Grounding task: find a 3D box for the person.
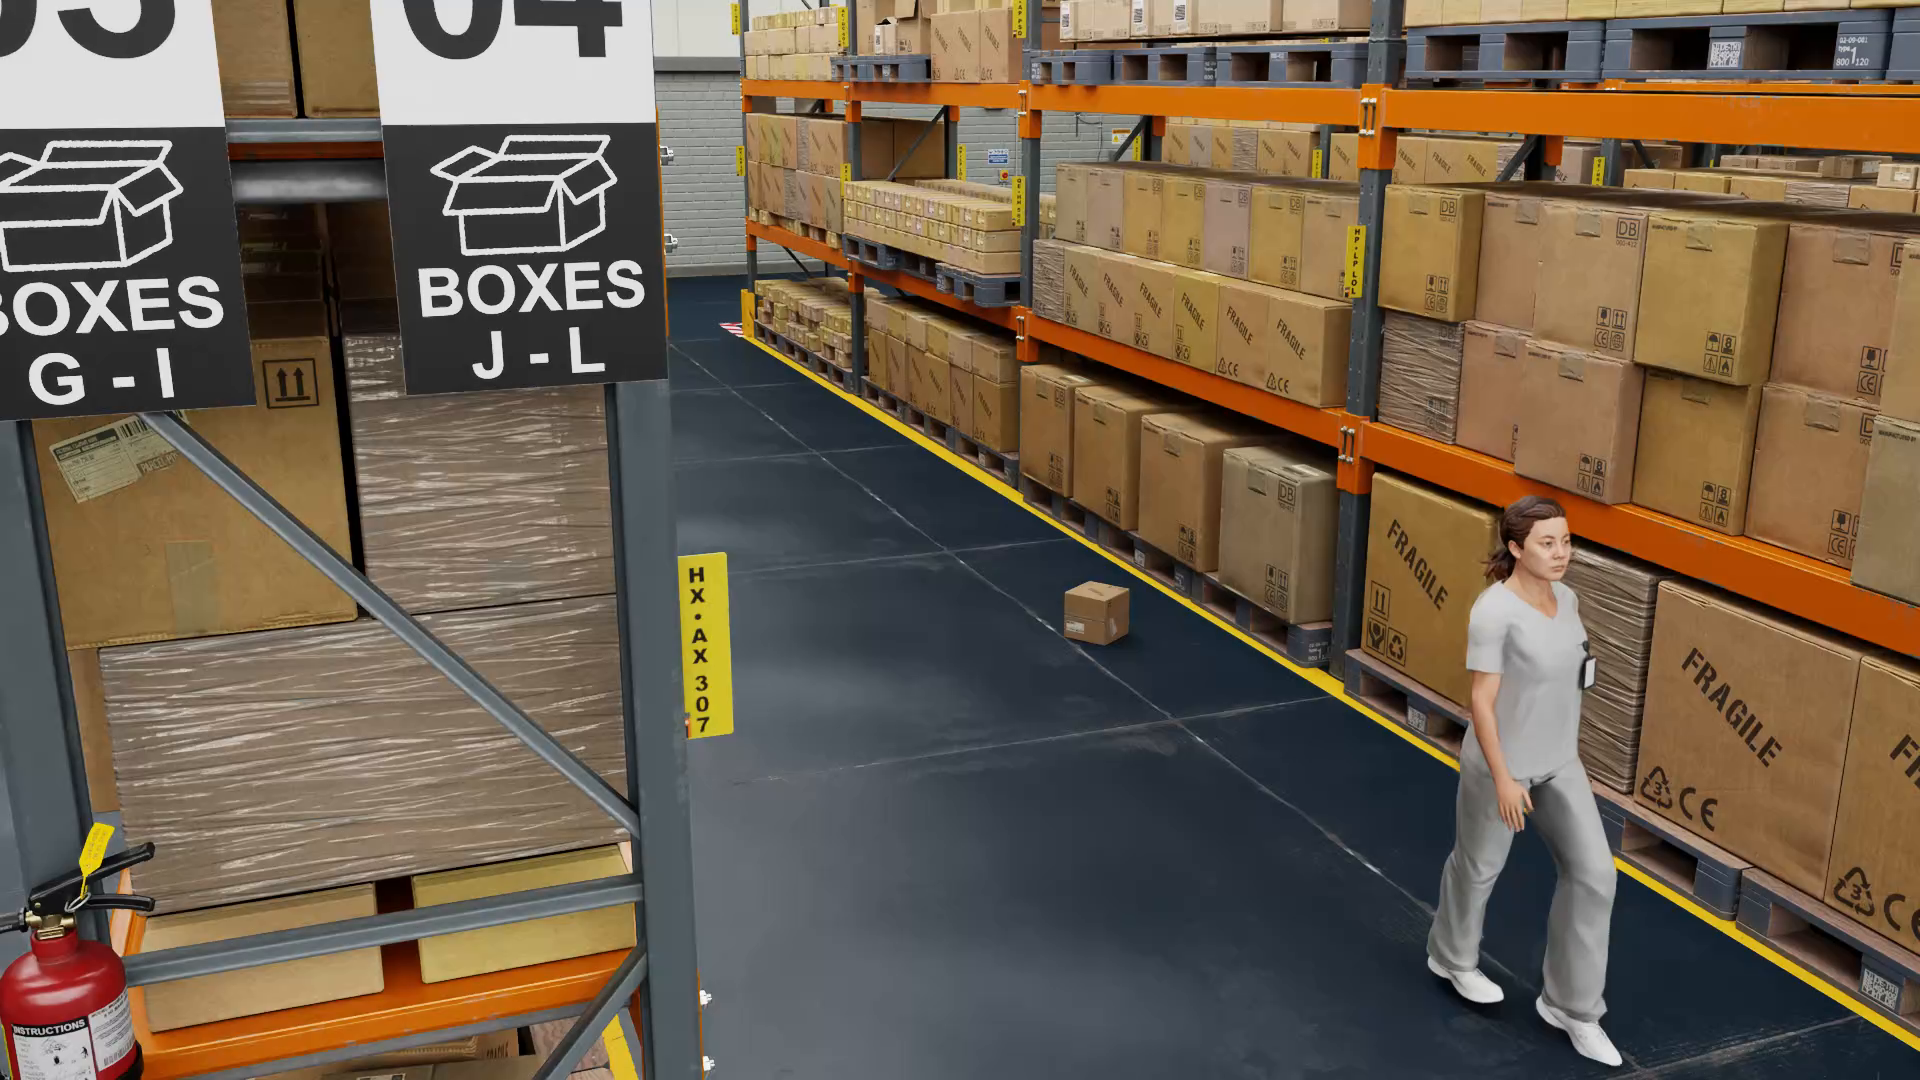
[{"bbox_3d":[1.723,0.720,5.009,0.487,1.719,0.666,-7,17,-24],"label":"person"}]
